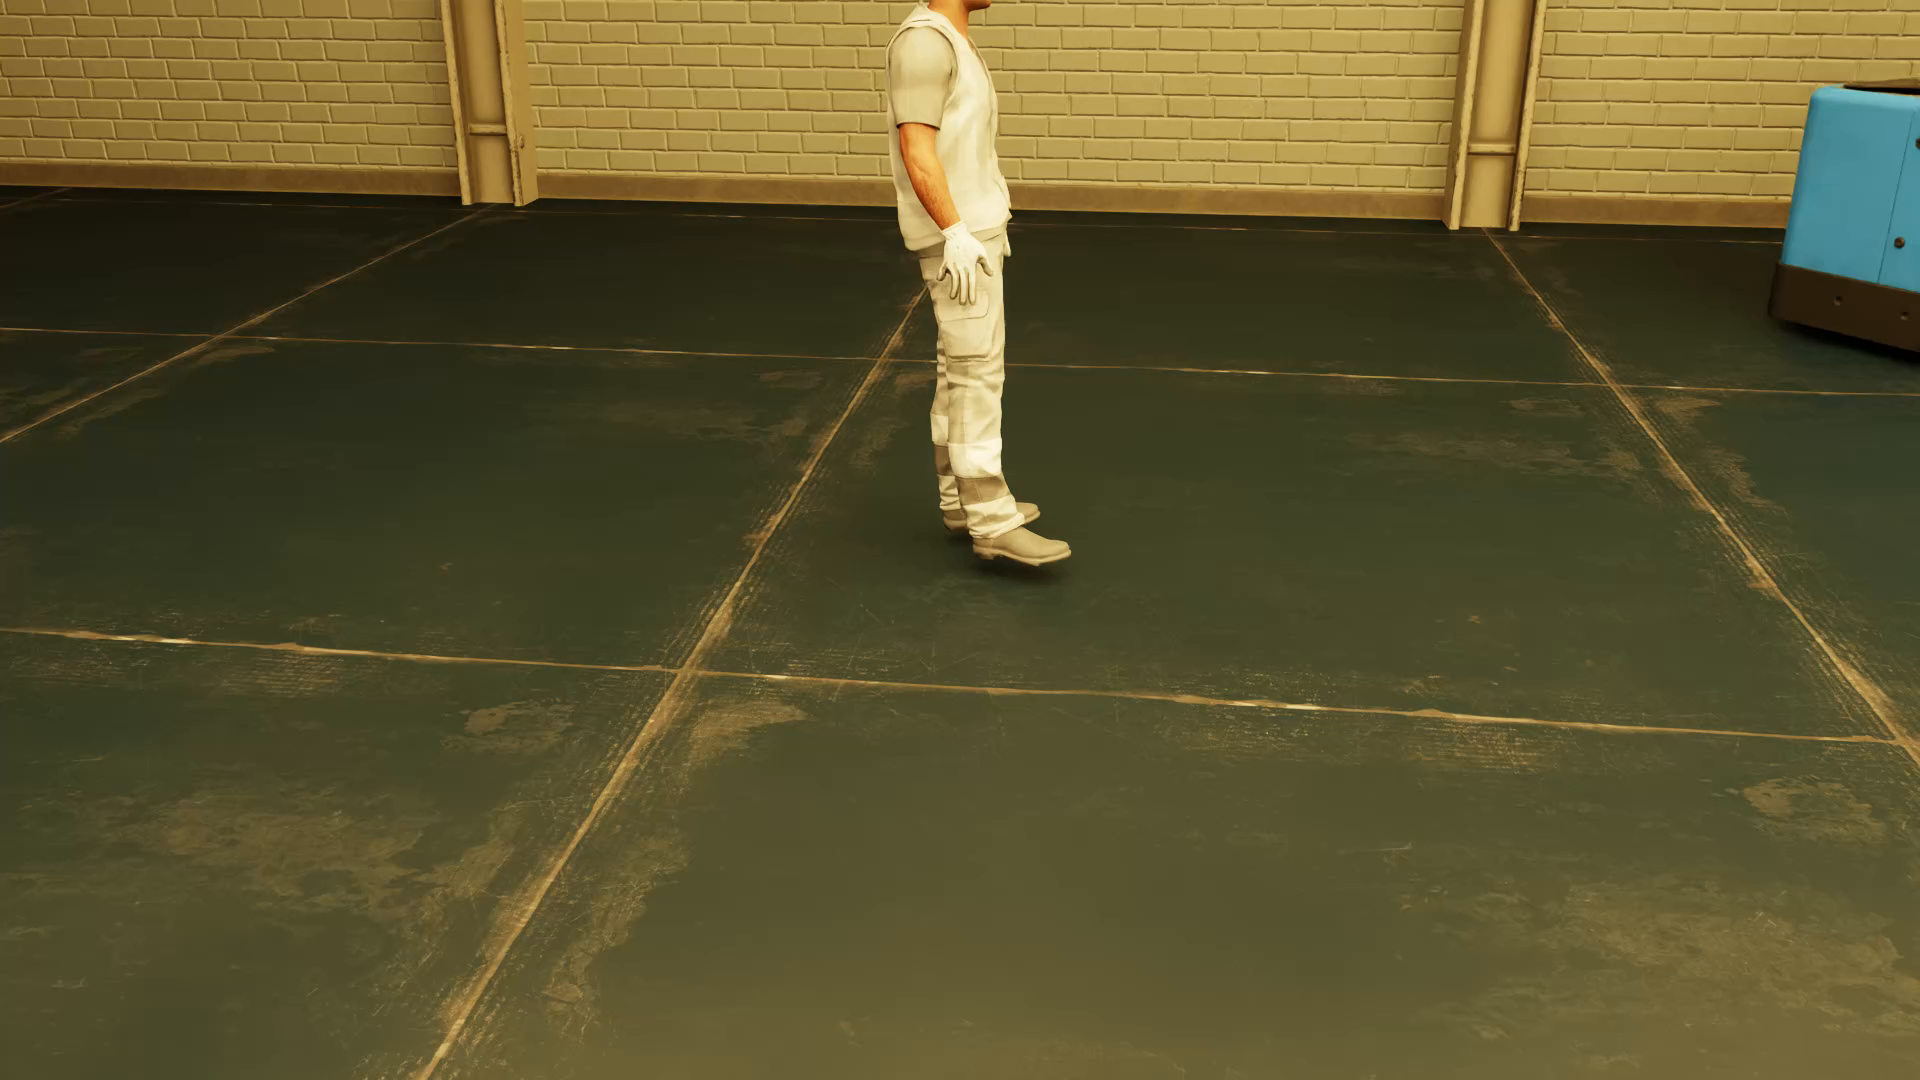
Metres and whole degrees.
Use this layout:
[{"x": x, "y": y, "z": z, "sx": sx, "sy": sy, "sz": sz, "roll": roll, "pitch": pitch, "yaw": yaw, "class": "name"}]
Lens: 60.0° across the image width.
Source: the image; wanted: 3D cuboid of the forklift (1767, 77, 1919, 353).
[{"x": 5.185, "y": -2.430, "z": 7.288, "sx": 3.031, "sy": 2.935, "sz": 1.130, "roll": -12, "pitch": 25, "yaw": -27, "class": "forklift"}]

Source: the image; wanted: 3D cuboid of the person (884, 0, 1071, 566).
[{"x": 0.077, "y": -0.866, "z": 4.804, "sx": 0.564, "sy": 1.787, "sz": 0.637, "roll": 3, "pitch": 22, "yaw": 7, "class": "person"}]
